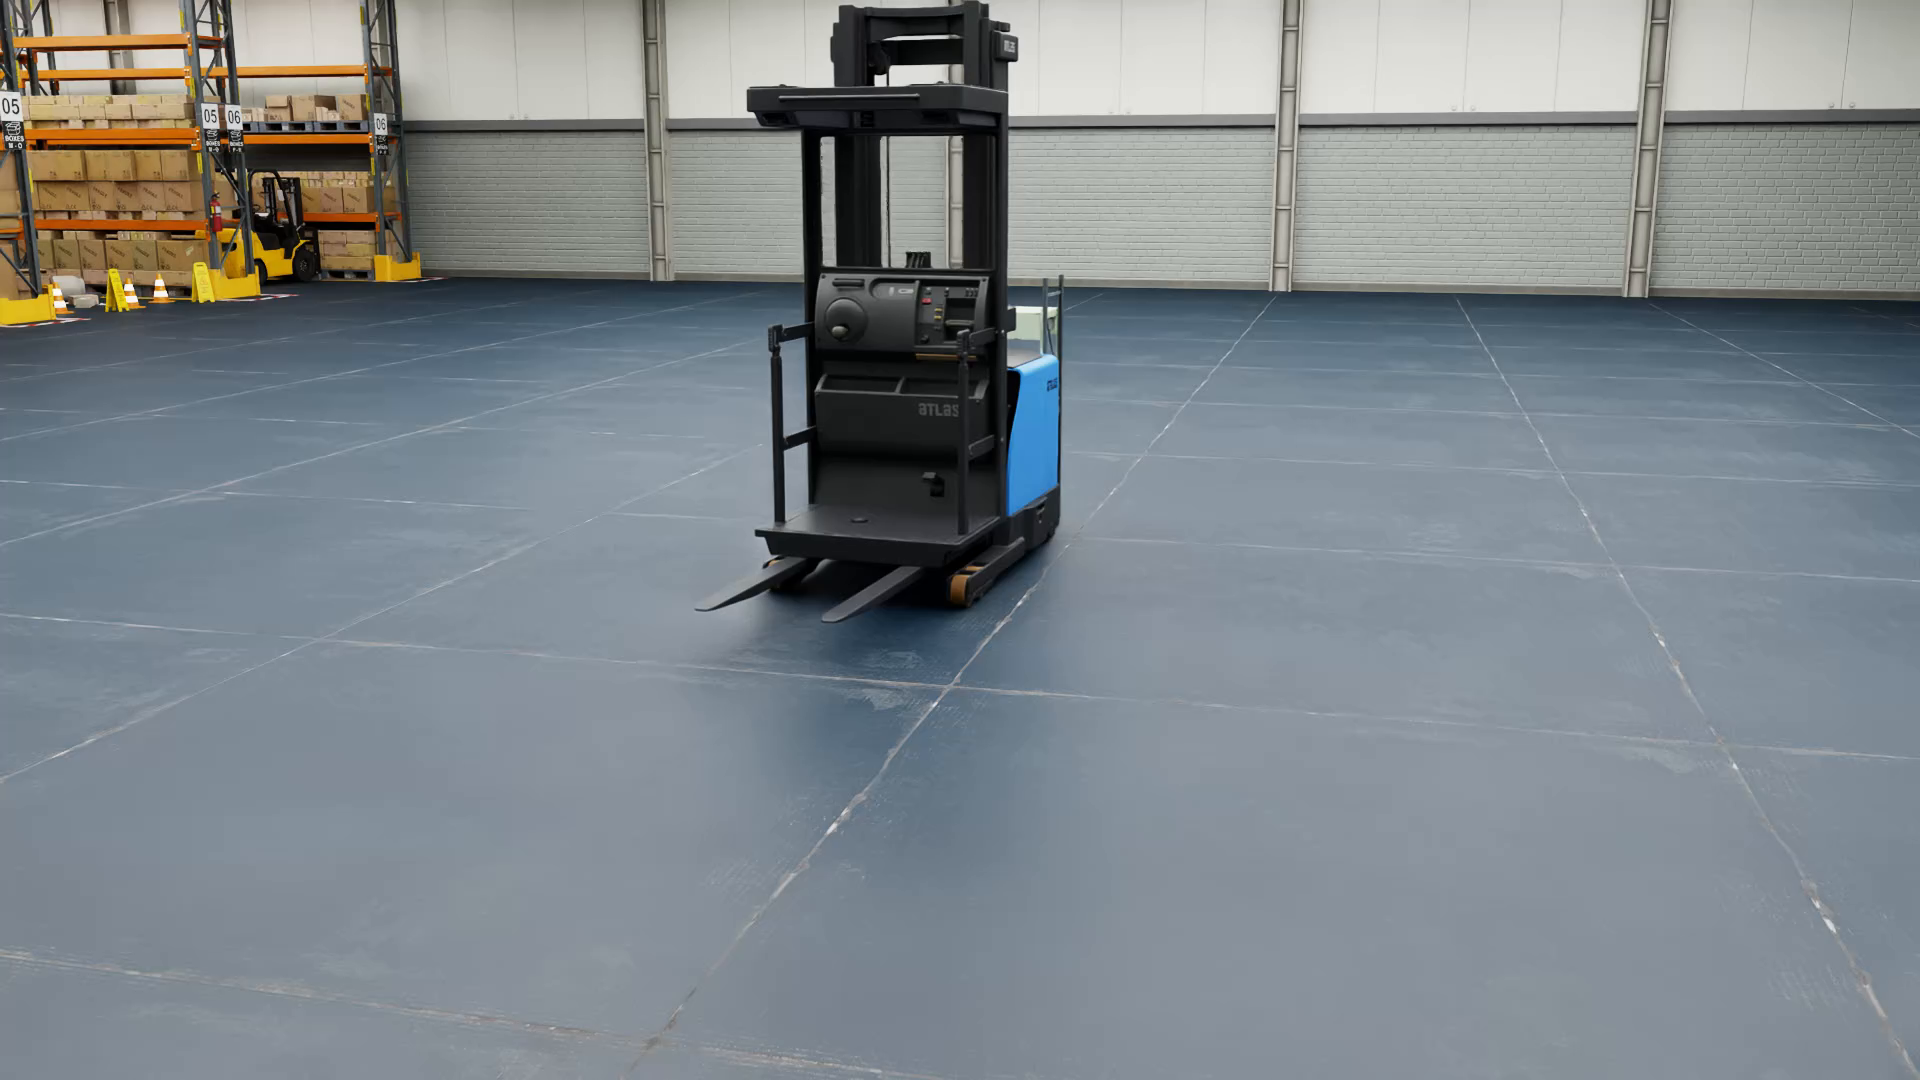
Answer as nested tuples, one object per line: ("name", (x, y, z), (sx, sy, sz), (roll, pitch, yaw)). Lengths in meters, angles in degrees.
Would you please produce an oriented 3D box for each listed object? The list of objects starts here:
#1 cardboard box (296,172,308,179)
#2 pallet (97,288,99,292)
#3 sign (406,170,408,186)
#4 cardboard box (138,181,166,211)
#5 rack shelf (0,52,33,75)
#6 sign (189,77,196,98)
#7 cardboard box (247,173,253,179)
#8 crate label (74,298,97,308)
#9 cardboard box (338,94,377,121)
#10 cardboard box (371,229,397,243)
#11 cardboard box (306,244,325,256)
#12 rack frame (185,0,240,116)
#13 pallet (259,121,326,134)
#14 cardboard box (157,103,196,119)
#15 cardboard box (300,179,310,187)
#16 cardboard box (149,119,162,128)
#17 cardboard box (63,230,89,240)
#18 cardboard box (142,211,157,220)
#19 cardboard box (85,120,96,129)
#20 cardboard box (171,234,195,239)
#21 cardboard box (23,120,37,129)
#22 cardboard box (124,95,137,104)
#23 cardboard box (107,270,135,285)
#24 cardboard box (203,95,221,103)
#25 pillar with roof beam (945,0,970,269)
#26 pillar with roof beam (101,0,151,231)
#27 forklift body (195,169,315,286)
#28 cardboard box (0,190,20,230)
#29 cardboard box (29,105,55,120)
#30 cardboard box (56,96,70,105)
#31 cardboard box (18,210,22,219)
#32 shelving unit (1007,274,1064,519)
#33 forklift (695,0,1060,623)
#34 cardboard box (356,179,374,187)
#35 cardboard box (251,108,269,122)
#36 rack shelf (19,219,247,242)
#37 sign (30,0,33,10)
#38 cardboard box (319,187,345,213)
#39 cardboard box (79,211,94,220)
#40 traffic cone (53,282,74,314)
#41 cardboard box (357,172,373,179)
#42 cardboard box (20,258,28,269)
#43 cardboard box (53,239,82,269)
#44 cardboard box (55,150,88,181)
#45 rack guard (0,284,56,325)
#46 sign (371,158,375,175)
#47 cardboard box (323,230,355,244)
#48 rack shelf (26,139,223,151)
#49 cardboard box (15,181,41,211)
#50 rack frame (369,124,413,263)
("cardboard box", (-12.893, -7.203, 32.859), (0.250, 0.149, 0.380), (3, 13, 15))
("pallet", (-15.640, -4.448, 29.293), (1.213, 0.211, 1.003), (3, 13, 14))
("sign", (-11.093, -7.251, 33.307), (0.005, 0.325, 0.100), (3, 13, 14))
("cardboard box", (-13.495, -5.820, 28.124), (0.500, 0.500, 0.500), (3, 13, 14))
("rack shelf", (-18.243, -8.323, 29.054), (4.000, 0.370, 1.077), (3, 13, 14))
("sign", (-12.570, -7.410, 27.237), (0.005, 0.325, 0.100), (3, 13, 14))
("cardboard box", (-14.126, -7.271, 33.167), (0.250, 0.149, 0.380), (3, 13, 15))
("crate label", (-13.858, -3.759, 26.361), (0.298, 0.136, 0.250), (-4, 13, -16))
("cardboard box", (-11.720, -8.412, 32.365), (0.500, 0.500, 0.500), (3, 13, 15))
("cardboard box", (-11.653, -6.088, 33.321), (0.500, 0.250, 0.500), (3, 13, 13))
("cardboard box", (-12.770, -5.790, 33.129), (0.500, 0.250, 0.500), (3, 13, 12))
("rack frame", (-12.417, -8.558, 27.530), (0.127, 3.000, 1.000), (3, 13, 14))
("pallet", (-13.100, -8.199, 33.043), (1.213, 0.211, 1.003), (3, 13, 14))
("cardboard box", (-12.979, -7.135, 27.703), (0.500, 0.250, 0.500), (3, 13, 13))
("cardboard box", (-12.887, -7.059, 32.896), (0.250, 0.149, 0.380), (3, 13, 14))
("cardboard box", (-13.330, -6.957, 27.822), (0.250, 0.149, 0.380), (3, 13, 15))
("cardboard box", (-15.186, -5.249, 28.617), (0.250, 0.149, 0.380), (4, 13, 16))
("cardboard box", (-13.605, -5.495, 28.157), (0.250, 0.149, 0.380), (3, 13, 15))
("cardboard box", (-14.558, -7.030, 28.150), (0.250, 0.149, 0.380), (3, 13, 14))
("cardboard box", (-15.625, -5.951, 34.144), (0.625, 0.625, 0.875), (4, 13, 16))
("cardboard box", (-15.817, -7.085, 28.395), (0.250, 0.149, 0.380), (3, 13, 14))
("cardboard box", (-13.780, -7.384, 27.906), (0.250, 0.149, 0.380), (3, 13, 14))
("cardboard box", (-14.277, -4.531, 28.612), (0.500, 0.250, 0.500), (3, 13, 12))
("cardboard box", (-12.714, -7.421, 28.072), (0.250, 0.149, 0.380), (3, 13, 13))
("pillar with roof beam", (-1.073, -8.299, 26.365), (0.400, 9.000, 9.100), (3, 13, 14))
("pillar with roof beam", (-18.549, -9.233, 30.575), (0.400, 9.000, 9.100), (3, 13, 14))
("forklift body", (-13.510, -5.973, 31.691), (1.214, 2.155, 2.313), (3, 13, 14))
("cardboard box", (-13.876, -4.666, 23.492), (0.550, 0.550, 0.875), (3, 13, 14))
("cardboard box", (-15.436, -7.268, 28.300), (0.500, 0.250, 0.500), (3, 13, 13))
("cardboard box", (-15.058, -7.438, 28.148), (0.250, 0.149, 0.380), (3, 13, 12))
("cardboard box", (-16.072, -5.630, 28.765), (0.250, 0.149, 0.380), (3, 13, 13))
("shelving unit", (0.206, -0.856, 10.129), (0.755, 1.500, 0.431), (4, 13, 18))
("forklift", (-0.369, -1.196, 8.356), (1.130, 2.935, 3.031), (4, 13, 18))
("cardboard box", (-11.636, -6.997, 32.619), (0.250, 0.149, 0.380), (3, 13, 14))
("cardboard box", (-13.747, -8.392, 32.819), (0.258, 0.266, 0.396), (3, 13, 12))
("rack shelf", (-14.359, -5.381, 28.725), (4.000, 0.370, 1.077), (3, 13, 14))
("sign", (-16.153, -9.373, 28.865), (0.005, 0.325, 0.100), (3, 13, 14))
("cardboard box", (-12.274, -6.721, 32.871), (0.500, 0.500, 0.500), (3, 13, 15))
("cardboard box", (-14.832, -5.562, 28.456), (0.250, 0.149, 0.380), (3, 13, 14))
("traffic cone", (-13.681, -3.670, 25.209), (0.334, 0.463, 0.336), (3, 13, 14))
("cardboard box", (-11.630, -7.158, 32.656), (0.250, 0.149, 0.380), (3, 13, 14))
("cardboard box", (-16.811, -4.785, 29.474), (0.625, 0.372, 0.950), (3, 13, 14))
("cardboard box", (-15.270, -4.953, 28.778), (0.500, 0.500, 0.500), (4, 13, 16))
("cardboard box", (-14.954, -6.387, 28.372), (0.500, 0.500, 0.700), (3, 13, 12))
("rack guard", (-13.482, -3.361, 23.729), (0.348, 0.500, 1.175), (3, 13, 14))
("sign", (-11.375, -7.240, 32.223), (0.005, 0.325, 0.100), (3, 13, 14))
("cardboard box", (-12.251, -6.007, 32.955), (0.500, 0.250, 0.500), (3, 13, 15))
("rack shelf", (-17.057, -8.097, 34.041), (4.000, 0.370, 1.077), (3, 13, 14))
("cardboard box", (-15.941, -5.949, 28.705), (0.500, 0.500, 0.500), (3, 13, 13))
("rack frame", (-11.232, -6.673, 32.885), (0.127, 3.000, 1.000), (3, 13, 14))
